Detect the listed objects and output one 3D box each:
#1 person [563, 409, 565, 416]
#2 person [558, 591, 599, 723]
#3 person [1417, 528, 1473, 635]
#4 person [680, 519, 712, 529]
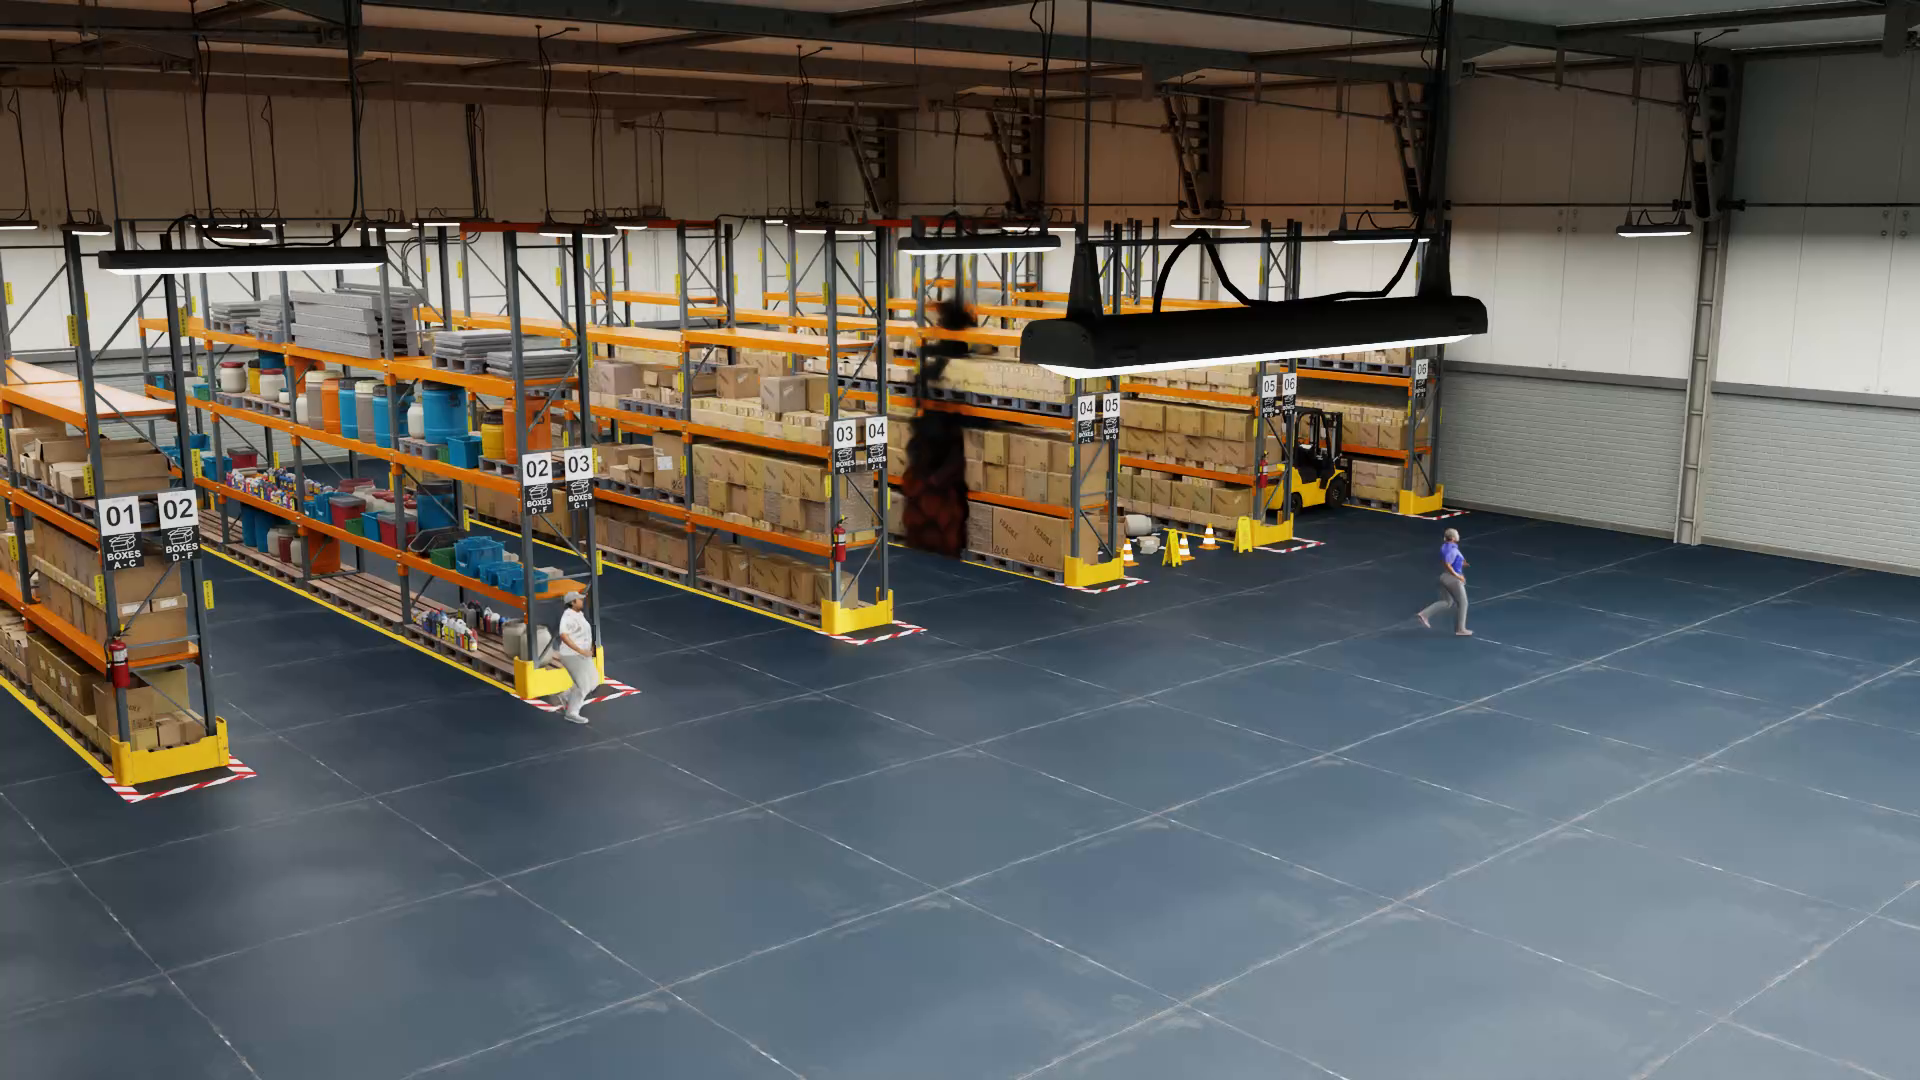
[{"bbox_3d":[-9.082,-2.184,38.282,0.737,1.726,0.629,-5,13,-25],"label":"person"},{"bbox_3d":[-4.772,1.439,20.709,0.519,1.622,0.654,0,11,2],"label":"person"},{"bbox_3d":[7.250,0.626,24.671,0.834,1.612,0.588,-1,11,-7],"label":"person"},{"bbox_3d":[-5.097,-1.074,31.948,0.826,1.669,0.557,11,16,44],"label":"person"}]
